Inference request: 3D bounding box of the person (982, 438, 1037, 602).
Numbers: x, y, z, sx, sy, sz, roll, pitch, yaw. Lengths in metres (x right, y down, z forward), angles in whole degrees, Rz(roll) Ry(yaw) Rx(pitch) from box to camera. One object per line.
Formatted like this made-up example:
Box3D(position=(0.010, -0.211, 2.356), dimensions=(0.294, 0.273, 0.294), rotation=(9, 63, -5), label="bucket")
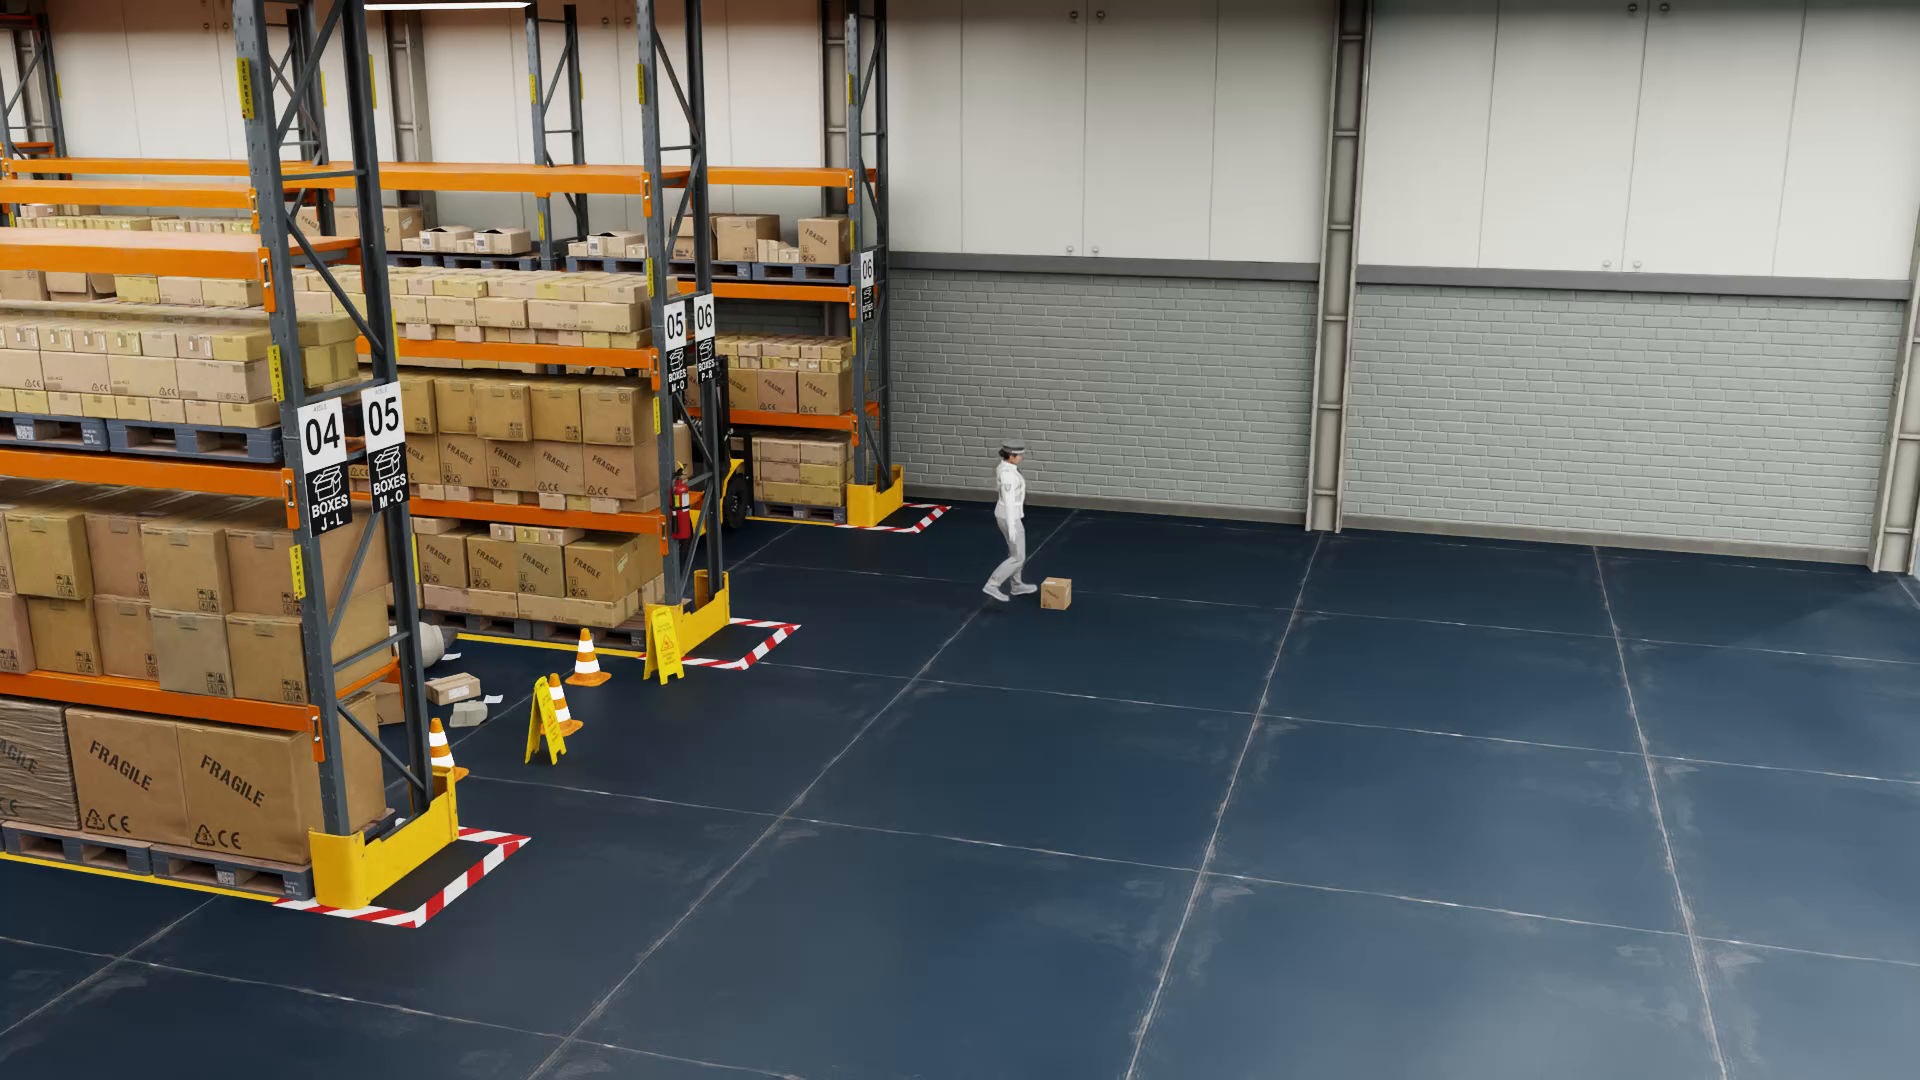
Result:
Box3D(position=(0.509, -0.200, 16.632), dimensions=(0.596, 1.652, 0.551), rotation=(-1, 15, -3), label="person")
